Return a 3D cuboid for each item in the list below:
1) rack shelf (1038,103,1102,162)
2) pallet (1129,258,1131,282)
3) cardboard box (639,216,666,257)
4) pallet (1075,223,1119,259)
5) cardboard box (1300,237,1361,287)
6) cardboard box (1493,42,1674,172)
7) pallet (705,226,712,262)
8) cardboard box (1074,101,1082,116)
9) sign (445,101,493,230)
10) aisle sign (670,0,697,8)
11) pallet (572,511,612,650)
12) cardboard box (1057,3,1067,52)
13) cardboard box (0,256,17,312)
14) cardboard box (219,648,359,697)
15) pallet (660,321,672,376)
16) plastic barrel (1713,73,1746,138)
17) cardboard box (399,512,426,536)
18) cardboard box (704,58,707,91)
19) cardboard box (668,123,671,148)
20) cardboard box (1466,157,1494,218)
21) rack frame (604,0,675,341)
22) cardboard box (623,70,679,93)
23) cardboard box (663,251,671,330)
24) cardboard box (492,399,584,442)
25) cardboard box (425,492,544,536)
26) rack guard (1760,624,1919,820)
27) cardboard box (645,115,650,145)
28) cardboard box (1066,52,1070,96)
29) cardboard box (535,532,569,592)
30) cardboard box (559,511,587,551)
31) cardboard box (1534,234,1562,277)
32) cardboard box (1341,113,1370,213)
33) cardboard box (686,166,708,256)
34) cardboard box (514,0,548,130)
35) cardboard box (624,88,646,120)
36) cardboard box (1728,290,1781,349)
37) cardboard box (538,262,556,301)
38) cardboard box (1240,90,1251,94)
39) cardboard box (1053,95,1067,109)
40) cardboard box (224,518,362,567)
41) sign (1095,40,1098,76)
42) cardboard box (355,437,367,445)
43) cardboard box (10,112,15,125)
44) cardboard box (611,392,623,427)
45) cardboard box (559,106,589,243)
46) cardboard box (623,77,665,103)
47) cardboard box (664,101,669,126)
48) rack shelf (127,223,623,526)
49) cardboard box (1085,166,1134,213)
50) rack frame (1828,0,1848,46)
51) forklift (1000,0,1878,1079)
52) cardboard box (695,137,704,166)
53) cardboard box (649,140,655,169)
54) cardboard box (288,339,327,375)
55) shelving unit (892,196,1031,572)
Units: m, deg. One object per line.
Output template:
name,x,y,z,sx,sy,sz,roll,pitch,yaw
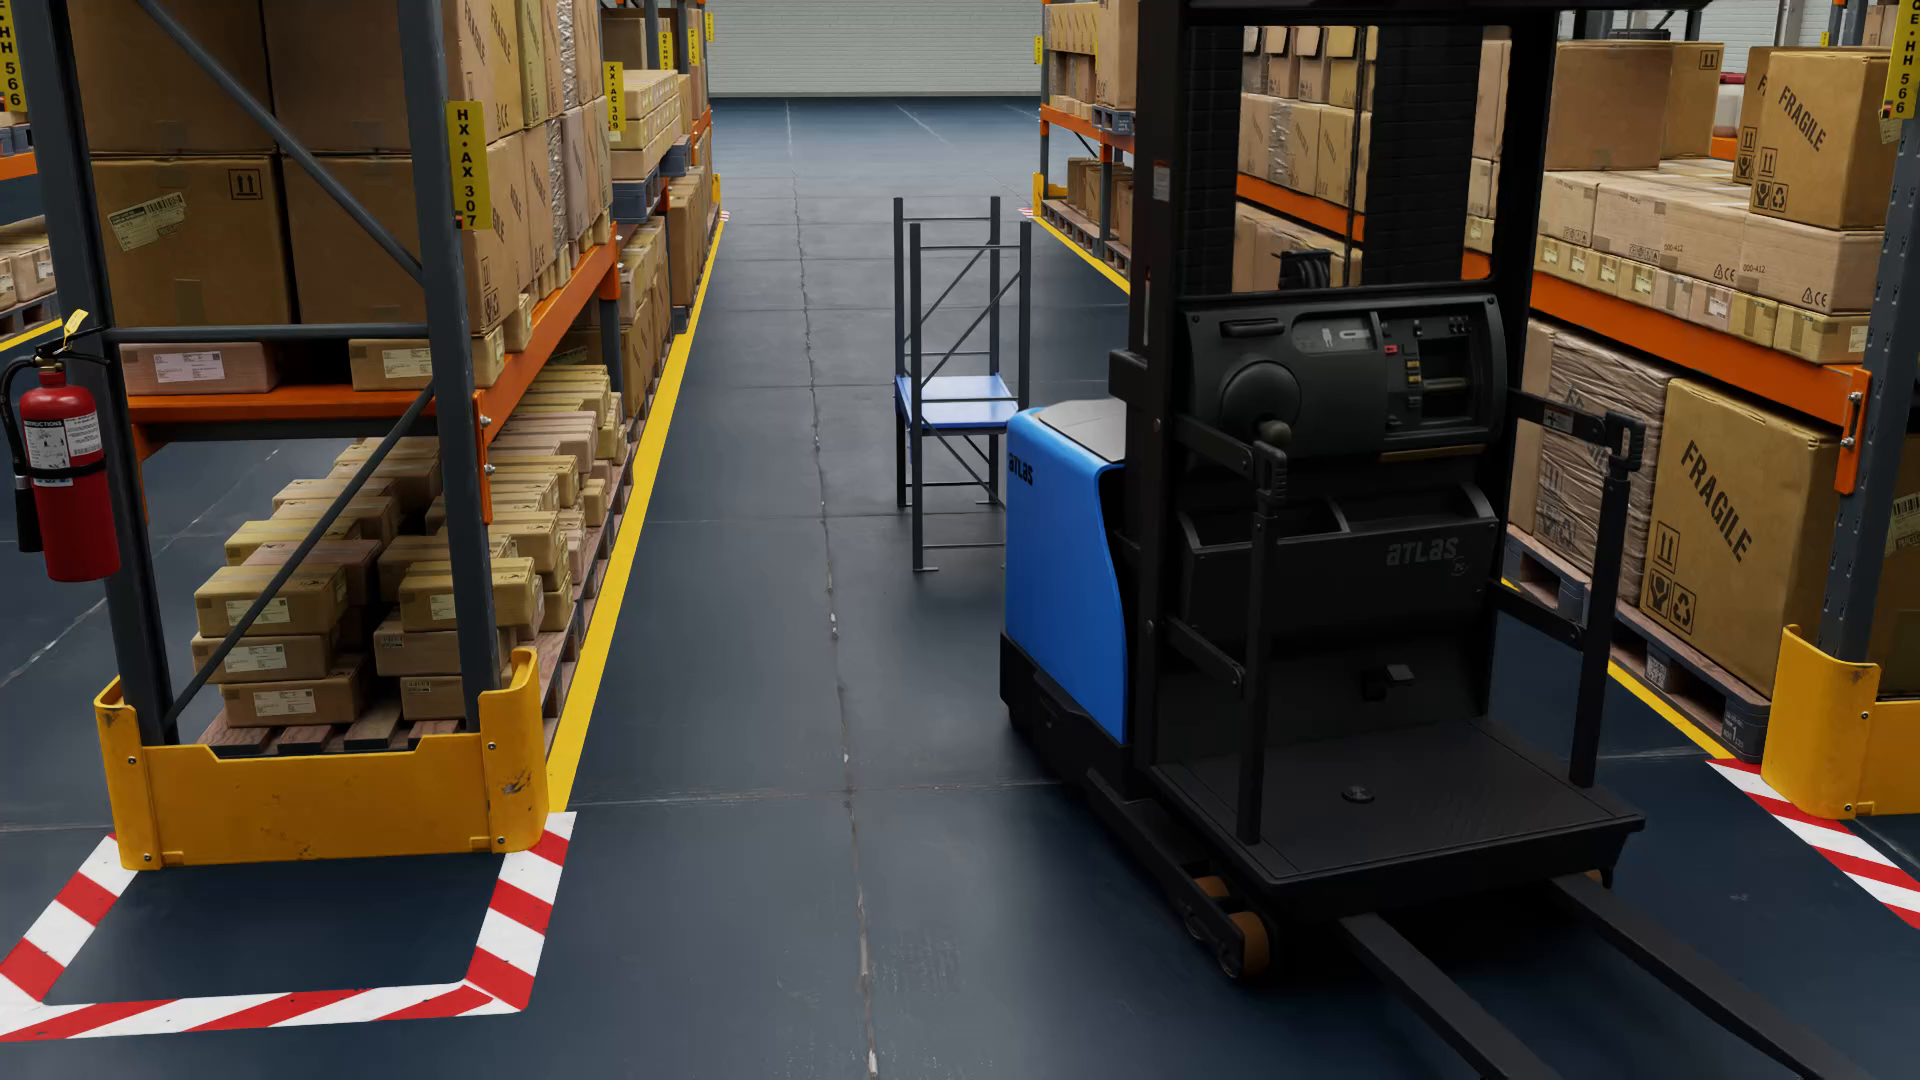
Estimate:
rack shelf,1.684,-4.492,18.178,1.077,0.370,4.000,-2,18,-6
pallet,2.101,-2.313,14.691,1.003,0.211,1.213,-2,18,-6
cardboard box,-2.310,-2.094,11.560,0.500,0.250,0.500,-2,18,-7
pallet,1.785,-3.108,17.224,1.003,0.211,1.213,-2,18,-6
cardboard box,2.629,-1.232,9.441,1.225,0.875,0.875,-2,18,-5
cardboard box,2.611,-1.831,7.005,0.500,0.500,0.500,-2,18,-7
pallet,-3.055,-3.015,16.927,1.003,0.211,1.213,-2,18,-6
cardboard box,1.435,-4.622,17.810,0.380,0.149,0.250,-2,18,-6
sign,-1.277,-0.971,4.316,0.100,0.325,0.005,-2,18,-6
aisle sign,-3.176,-6.579,19.283,0.394,0.787,0.004,-2,18,-6
pallet,-1.996,0.161,6.811,1.003,0.211,1.213,-2,18,-6
cardboard box,1.360,-5.627,18.261,0.500,0.500,0.500,-2,18,-6
cardboard box,-7.603,-1.857,12.269,0.950,0.372,0.625,-3,18,-9
cardboard box,-2.205,0.395,5.469,0.380,0.149,0.250,-1,17,-4
pallet,-2.562,-1.361,11.660,1.003,0.211,1.213,-2,18,-6
plastic barrel,6.817,-3.818,14.603,0.433,0.535,0.433,0,17,0
cardboard box,-2.284,-0.057,6.413,0.380,0.149,0.250,-1,17,-3
cardboard box,-3.383,-5.270,19.206,0.875,0.550,0.550,-2,18,-6
cardboard box,-2.031,-2.567,10.564,0.380,0.149,0.250,-3,18,-8
cardboard box,2.549,-1.630,7.614,0.500,0.250,0.500,-2,18,-6
rack frame,-2.642,-2.924,11.984,1.000,3.000,0.127,-2,18,-6
cardboard box,-2.135,-3.157,11.450,0.380,0.149,0.250,-2,18,-8
cardboard box,-2.314,-1.744,11.697,0.500,0.500,0.500,-2,18,-6
cardboard box,-1.886,-0.530,7.423,0.380,0.149,0.250,-1,17,-4
cardboard box,-1.687,-0.060,5.926,0.380,0.149,0.250,-3,18,-8
rack guard,3.130,0.536,5.136,1.175,0.500,0.348,-2,18,-6
cardboard box,-1.841,-2.164,8.783,0.380,0.149,0.250,-2,18,-7
cardboard box,1.678,-5.311,18.921,0.875,0.500,0.500,-2,18,-6
cardboard box,-1.619,0.080,5.977,0.380,0.149,0.250,-1,17,-4
cardboard box,-1.725,-0.007,6.752,0.380,0.149,0.250,-2,18,-6
cardboard box,2.577,-1.173,6.825,0.380,0.149,0.250,-2,18,-7
cardboard box,2.395,-2.034,8.982,0.500,0.500,0.500,-2,18,-5
cardboard box,-2.901,-3.061,15.474,1.050,0.750,0.750,-2,18,-6
cardboard box,-1.688,-1.655,5.609,0.500,0.500,0.500,-2,18,-7
cardboard box,-1.812,-2.229,8.493,0.380,0.149,0.250,-1,17,-3
cardboard box,2.735,-0.717,5.374,0.380,0.149,0.250,-2,18,-5
cardboard box,-1.735,-0.991,6.245,0.380,0.149,0.250,-1,17,-4
cardboard box,2.082,-2.942,11.873,0.500,0.500,0.500,-1,17,-4
cardboard box,1.287,-5.069,19.234,0.380,0.149,0.250,-2,18,-6
cardboard box,-2.245,0.035,5.622,0.380,0.149,0.250,-2,18,-7
sign,1.351,-4.633,15.982,0.100,0.325,0.005,-2,18,-6
cardboard box,-2.360,-0.435,7.118,0.380,0.149,0.250,-1,17,-4
cardboard box,-7.492,-3.245,12.722,0.380,0.149,0.250,-1,17,-2
cardboard box,-1.880,-0.631,8.240,0.380,0.149,0.250,-1,17,-5
cardboard box,-1.796,-1.484,6.732,0.500,0.500,0.500,-2,18,-6
cardboard box,-1.978,-2.694,9.975,0.380,0.149,0.250,-1,17,-4
cardboard box,-2.002,-2.629,10.266,0.380,0.149,0.250,-1,17,-4
rack shelf,-2.023,-0.793,6.398,1.077,0.370,4.000,-2,18,-6
cardboard box,1.666,-3.888,18.526,0.500,0.500,0.500,0,17,0
rack frame,11.331,-5.736,20.939,1.000,3.000,0.127,-2,18,-6
forklift,1.092,-0.435,4.169,1.130,2.935,3.031,-6,18,-18
cardboard box,-3.146,-3.761,17.494,0.875,0.875,0.875,-2,18,-5
cardboard box,-1.868,-2.102,9.082,0.380,0.149,0.250,-2,18,-5
cardboard box,-2.119,-0.585,4.951,0.380,0.149,0.250,-2,18,-6
shelving unit,-0.009,-0.741,7.533,0.538,1.500,1.048,-2,18,-6
